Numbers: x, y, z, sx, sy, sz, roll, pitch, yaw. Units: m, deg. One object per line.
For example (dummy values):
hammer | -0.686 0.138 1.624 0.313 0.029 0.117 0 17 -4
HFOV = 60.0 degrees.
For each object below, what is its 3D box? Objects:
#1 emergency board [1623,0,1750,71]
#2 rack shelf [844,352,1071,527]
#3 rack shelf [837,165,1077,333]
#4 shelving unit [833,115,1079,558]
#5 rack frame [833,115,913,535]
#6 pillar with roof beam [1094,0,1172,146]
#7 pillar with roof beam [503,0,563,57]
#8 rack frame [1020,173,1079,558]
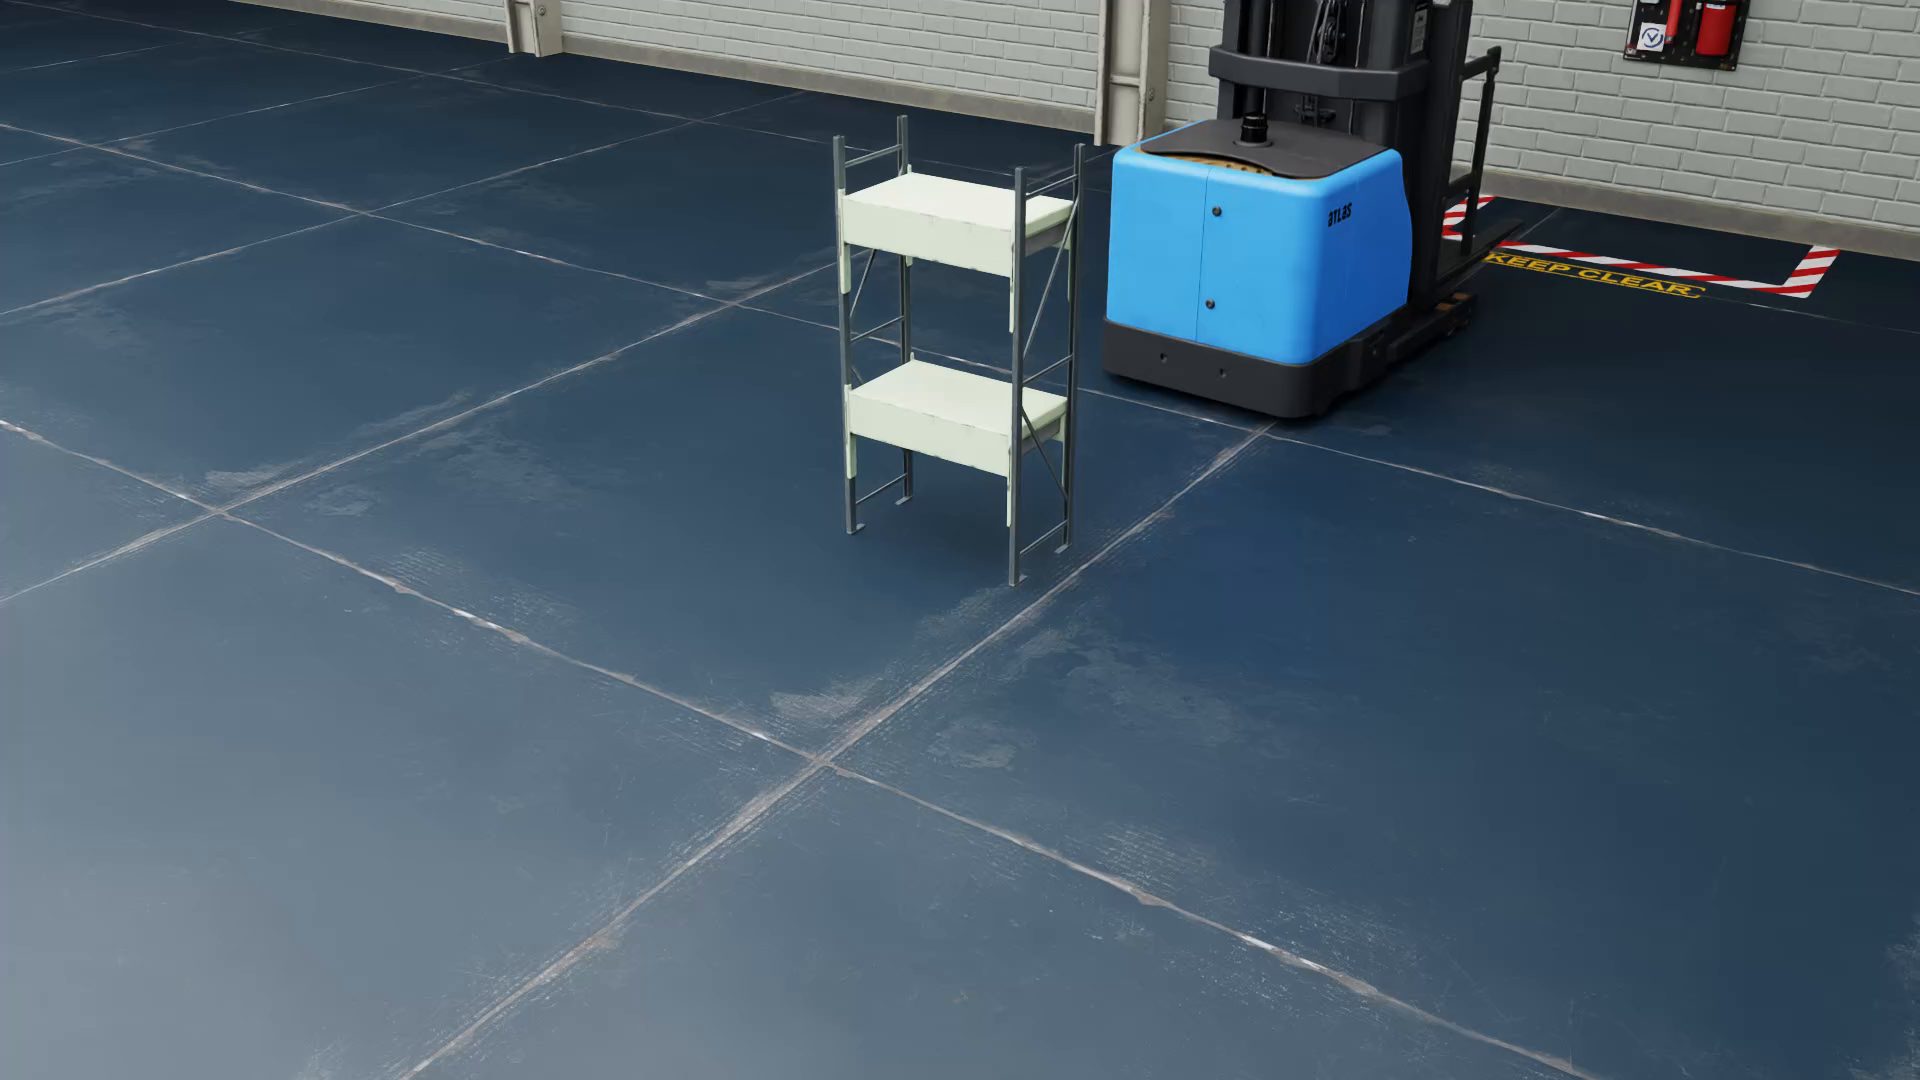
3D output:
emergency board | 4.122 -3.239 9.308 0.643 1.169 0.194 17 32 30
rack shelf | -0.006 -0.380 6.061 0.720 0.370 0.431 17 32 30
rack shelf | -0.006 -1.018 5.736 0.720 0.370 0.431 17 32 30
shelving unit | -0.008 -0.671 5.915 0.748 1.500 0.431 17 32 30
rack frame | -0.307 -0.764 6.098 0.023 1.500 0.400 17 32 30
pillar with roof beam | -1.246 -5.196 6.538 0.400 9.000 9.100 17 32 30
pillar with roof beam | -6.192 -6.736 9.565 0.400 9.000 9.100 17 32 30
rack frame | 0.295 -0.576 5.728 0.010 1.308 0.380 17 32 30
